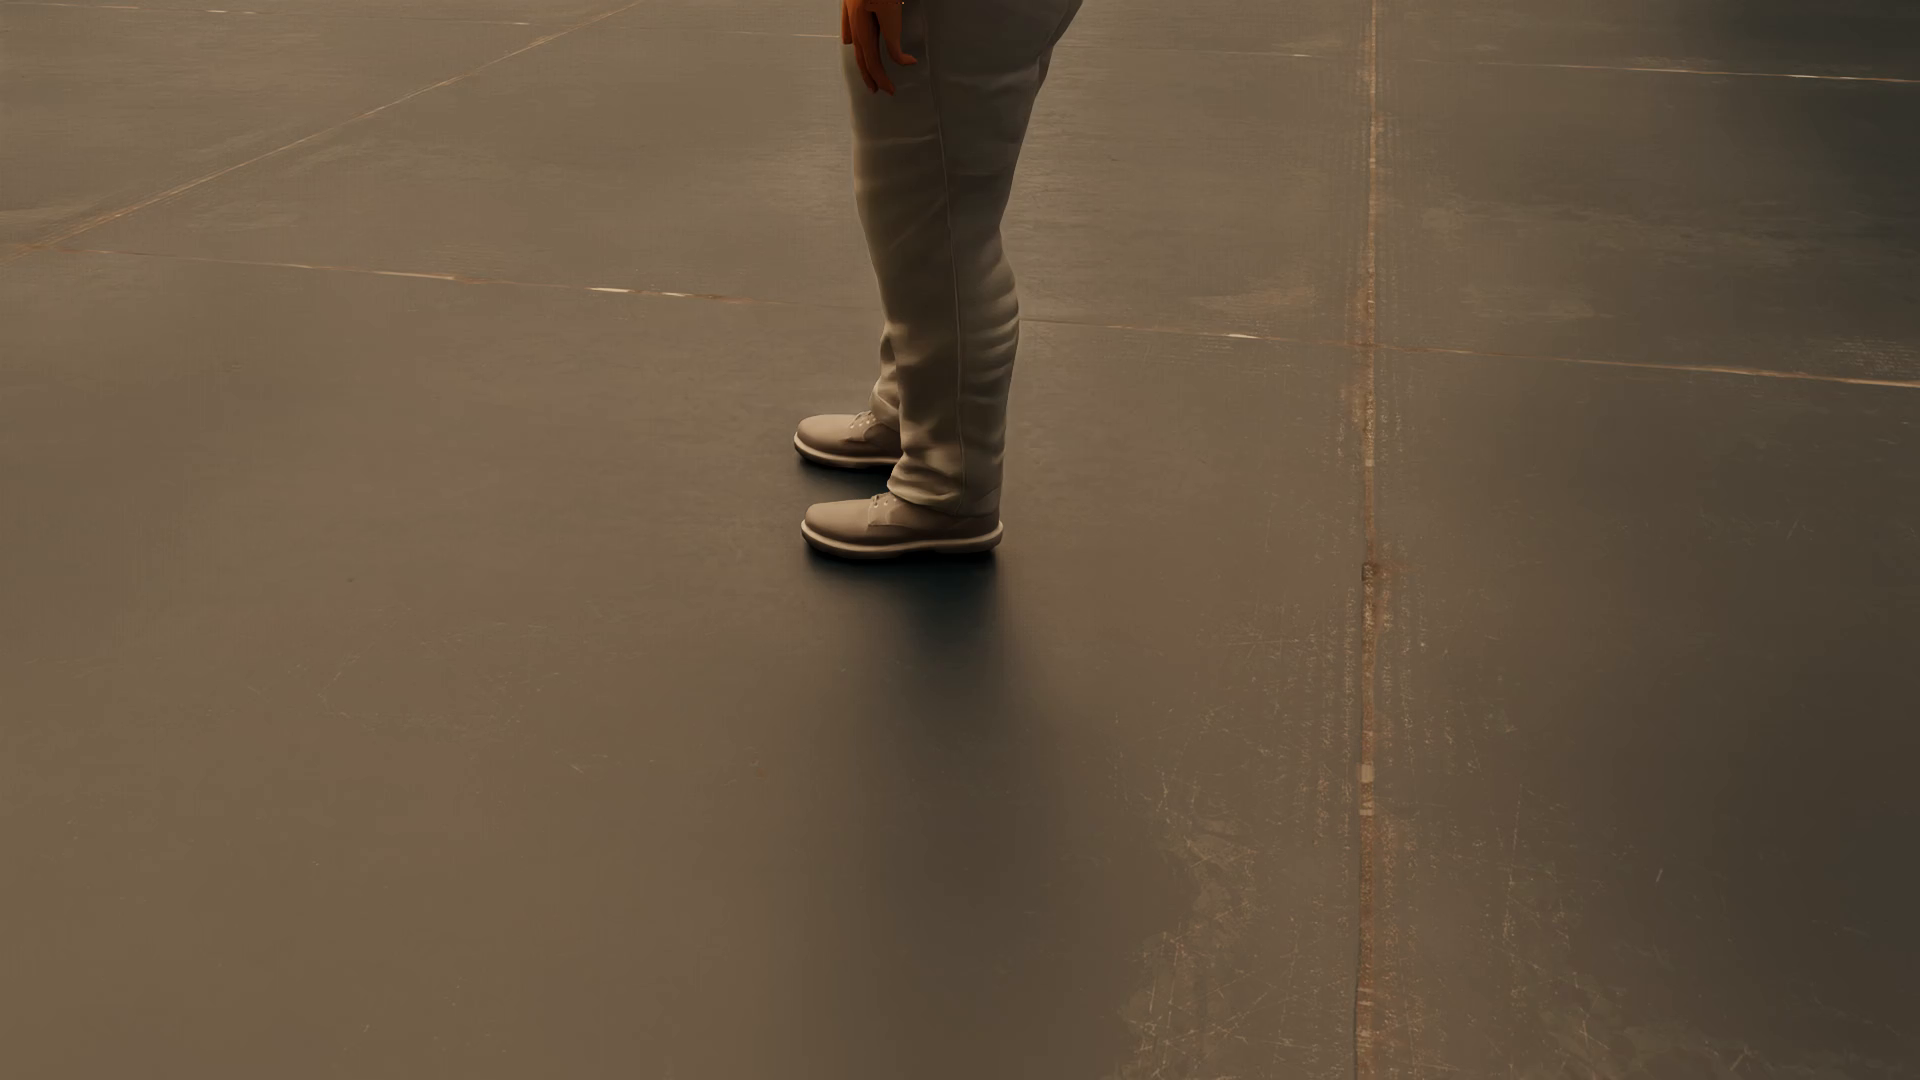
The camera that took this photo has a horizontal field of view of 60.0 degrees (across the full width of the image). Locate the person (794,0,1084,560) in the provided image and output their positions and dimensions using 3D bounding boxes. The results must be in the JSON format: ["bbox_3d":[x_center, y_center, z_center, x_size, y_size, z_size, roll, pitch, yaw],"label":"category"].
[{"bbox_3d":[-0.070,-0.768,2.156,0.529,1.670,0.599,6,27,11],"label":"person"}]
